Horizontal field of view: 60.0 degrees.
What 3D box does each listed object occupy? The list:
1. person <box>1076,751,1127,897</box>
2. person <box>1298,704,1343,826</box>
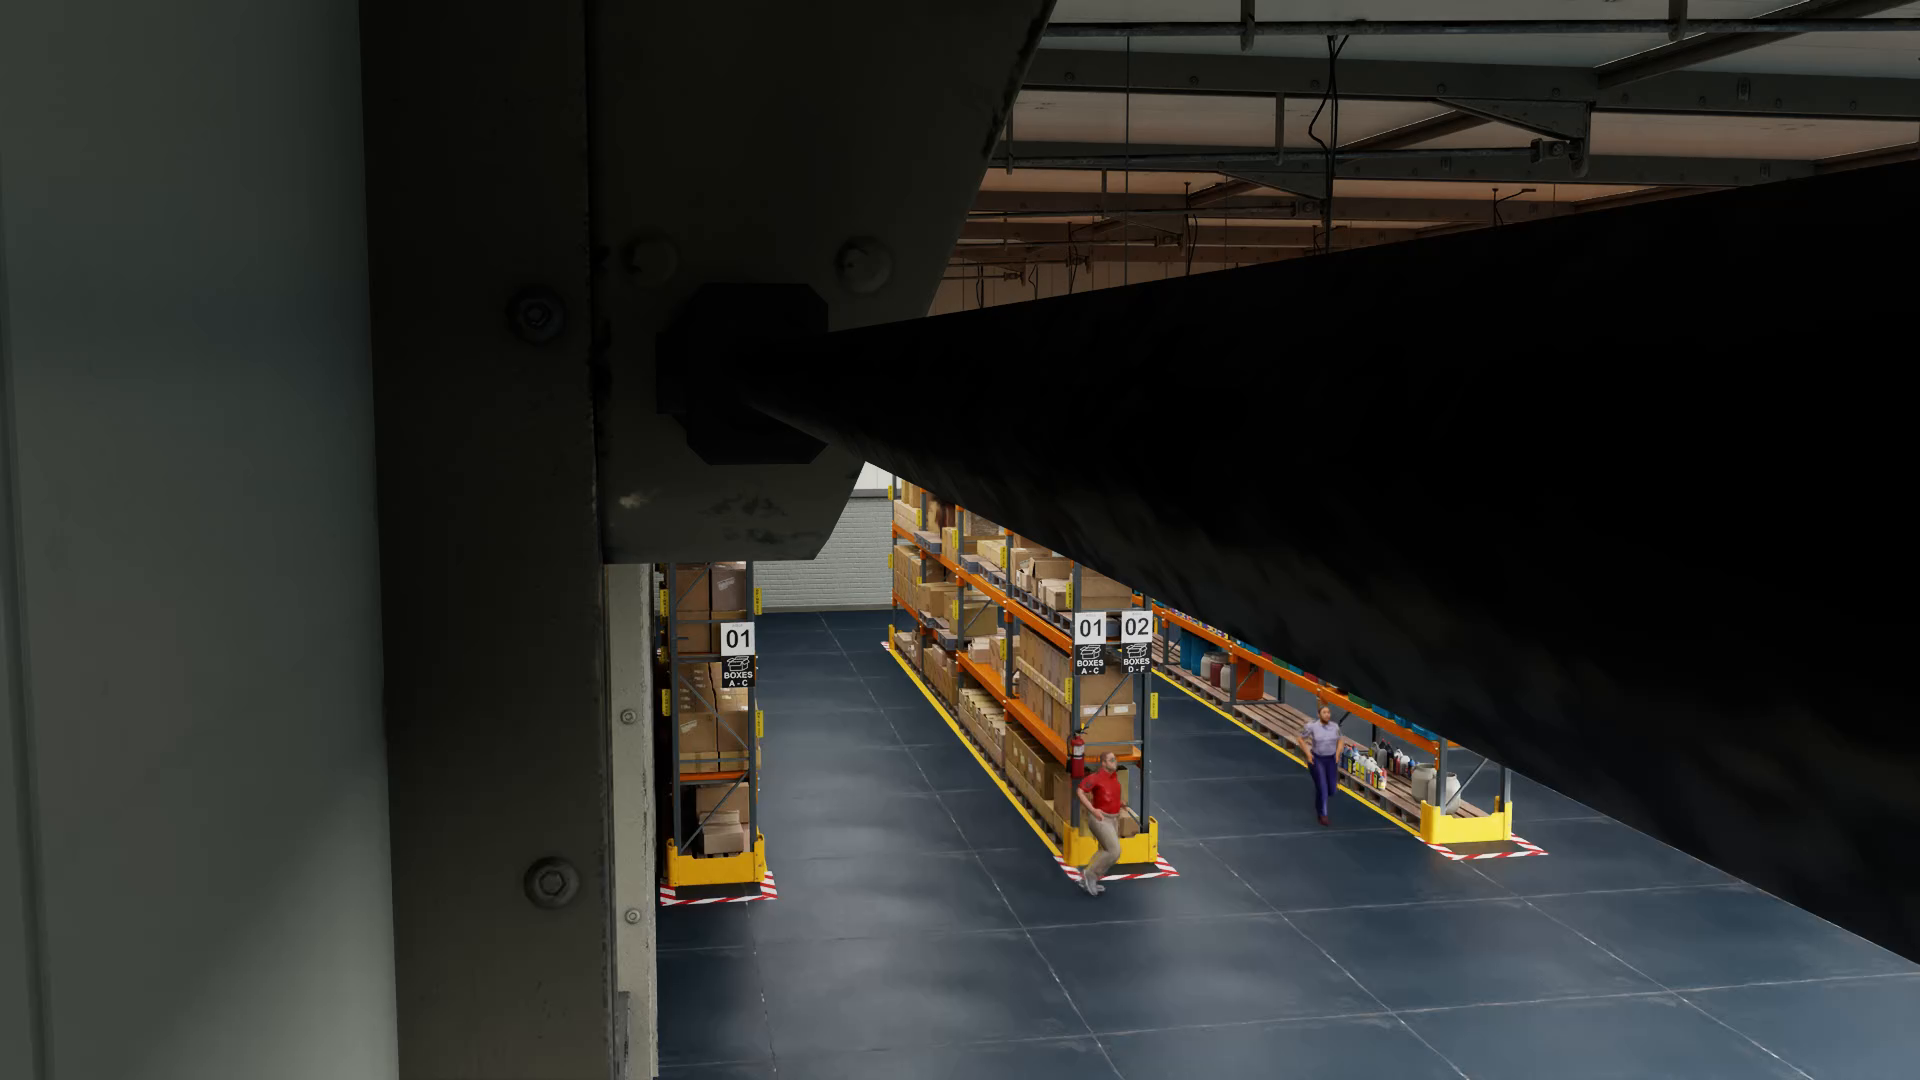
[{"bbox_3d":[1.730,3.361,19.779,0.583,1.707,0.690,4,7,33],"label":"person"},{"bbox_3d":[4.969,3.055,22.915,0.627,1.623,0.690,-1,6,-9],"label":"person"}]
